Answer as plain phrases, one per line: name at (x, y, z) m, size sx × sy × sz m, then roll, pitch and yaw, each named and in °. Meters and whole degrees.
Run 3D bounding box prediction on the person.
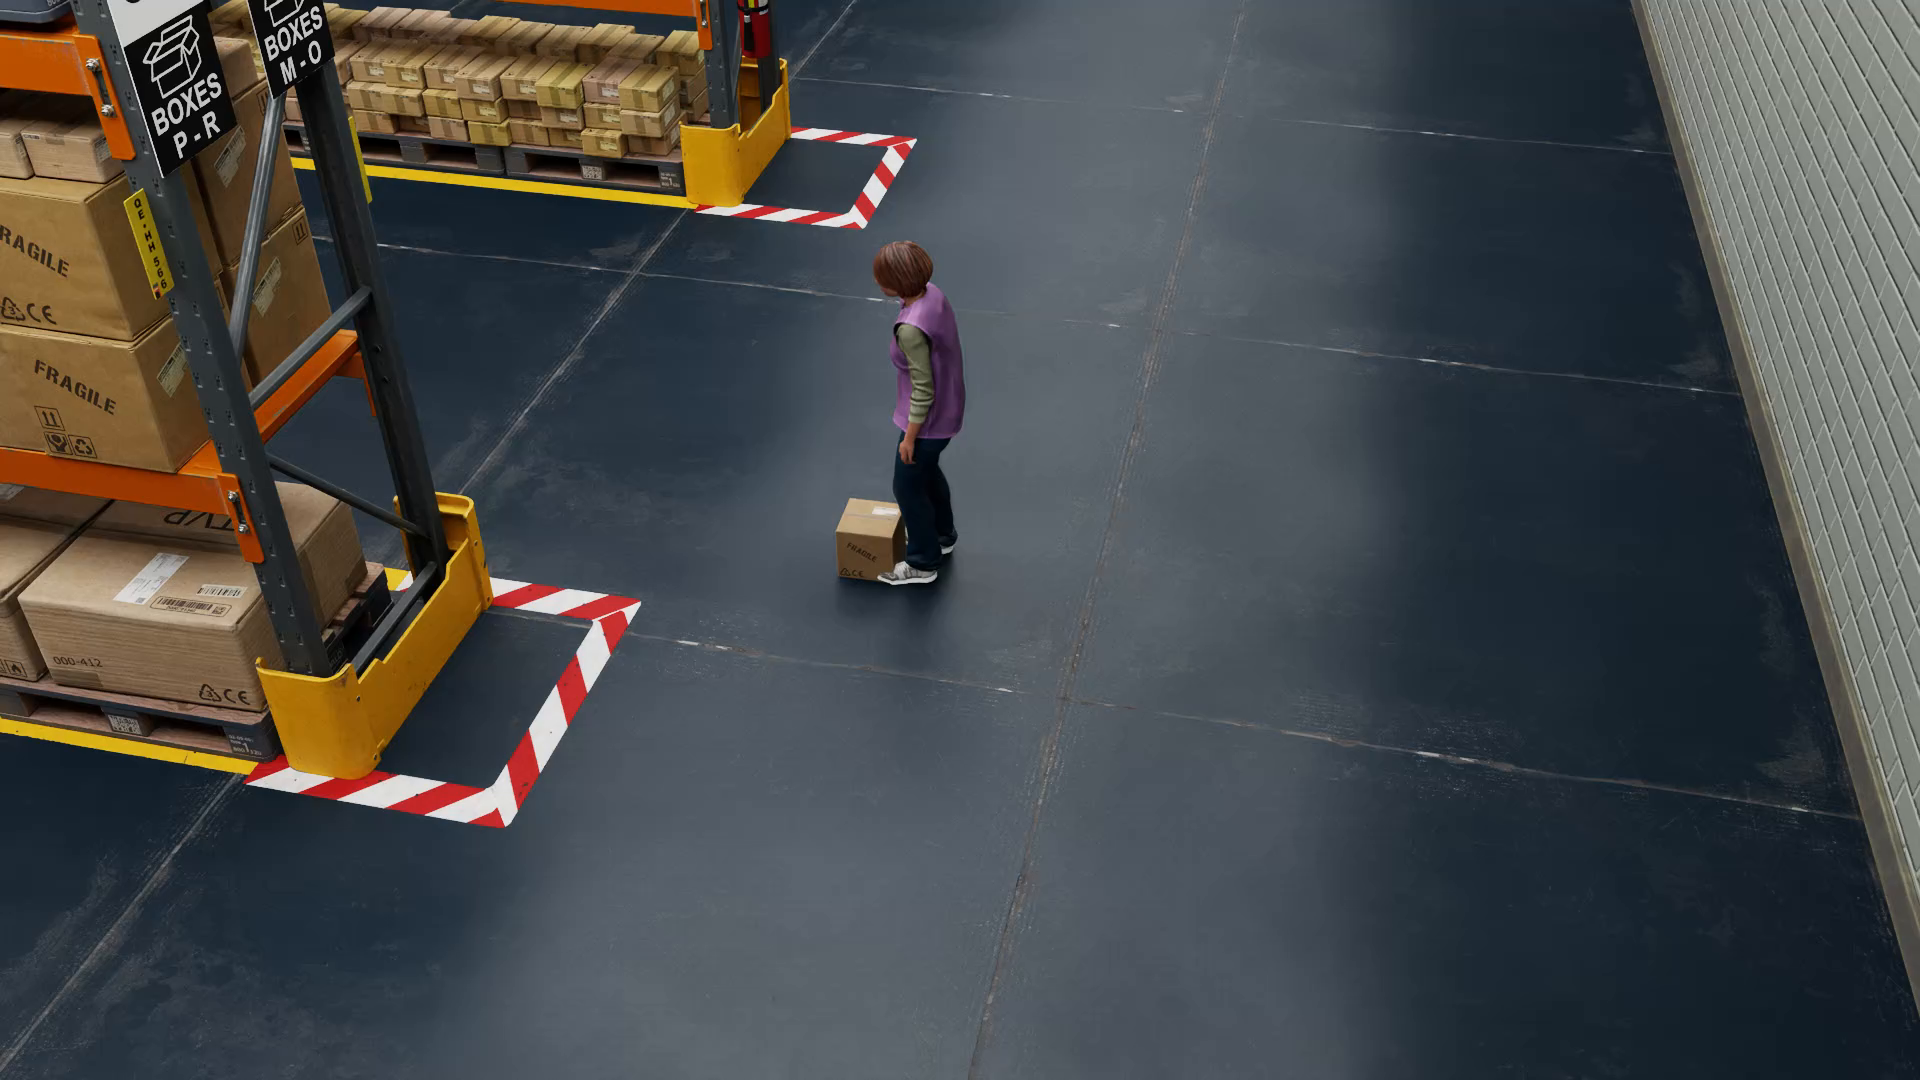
person at (-0.170, -0.508, 6.831) m, size 0.377 × 1.592 × 0.484 m, roll 5°, pitch 37°, yaw 7°
